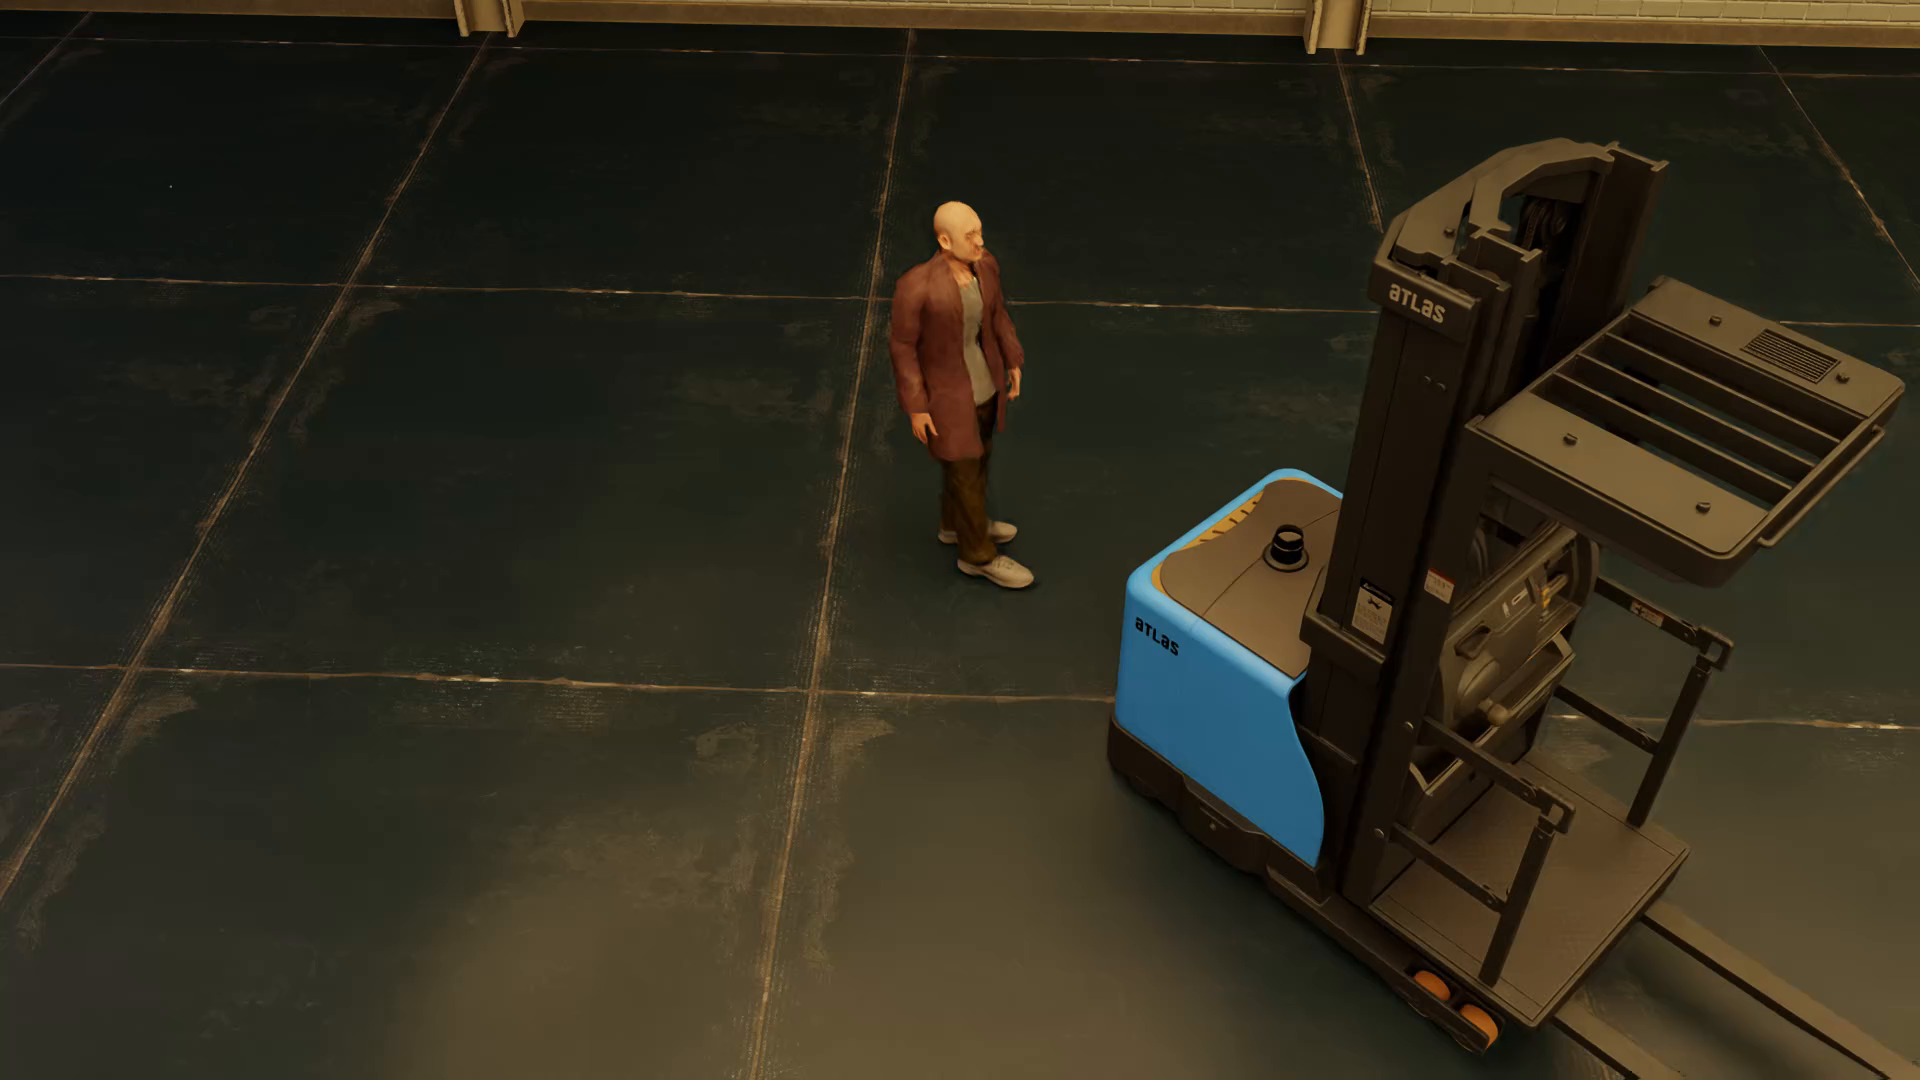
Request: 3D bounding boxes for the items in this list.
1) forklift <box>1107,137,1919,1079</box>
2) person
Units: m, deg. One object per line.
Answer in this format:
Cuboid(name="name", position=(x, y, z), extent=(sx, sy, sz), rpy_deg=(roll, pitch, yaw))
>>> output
Cuboid(name="forklift", position=(1.988, 0.339, 5.370), extent=(1.130, 2.935, 3.031), rpy_deg=(-33, 52, -31))
Cuboid(name="person", position=(0.102, -0.591, 7.239), extent=(0.697, 1.778, 0.669), rpy_deg=(-33, 51, -31))
